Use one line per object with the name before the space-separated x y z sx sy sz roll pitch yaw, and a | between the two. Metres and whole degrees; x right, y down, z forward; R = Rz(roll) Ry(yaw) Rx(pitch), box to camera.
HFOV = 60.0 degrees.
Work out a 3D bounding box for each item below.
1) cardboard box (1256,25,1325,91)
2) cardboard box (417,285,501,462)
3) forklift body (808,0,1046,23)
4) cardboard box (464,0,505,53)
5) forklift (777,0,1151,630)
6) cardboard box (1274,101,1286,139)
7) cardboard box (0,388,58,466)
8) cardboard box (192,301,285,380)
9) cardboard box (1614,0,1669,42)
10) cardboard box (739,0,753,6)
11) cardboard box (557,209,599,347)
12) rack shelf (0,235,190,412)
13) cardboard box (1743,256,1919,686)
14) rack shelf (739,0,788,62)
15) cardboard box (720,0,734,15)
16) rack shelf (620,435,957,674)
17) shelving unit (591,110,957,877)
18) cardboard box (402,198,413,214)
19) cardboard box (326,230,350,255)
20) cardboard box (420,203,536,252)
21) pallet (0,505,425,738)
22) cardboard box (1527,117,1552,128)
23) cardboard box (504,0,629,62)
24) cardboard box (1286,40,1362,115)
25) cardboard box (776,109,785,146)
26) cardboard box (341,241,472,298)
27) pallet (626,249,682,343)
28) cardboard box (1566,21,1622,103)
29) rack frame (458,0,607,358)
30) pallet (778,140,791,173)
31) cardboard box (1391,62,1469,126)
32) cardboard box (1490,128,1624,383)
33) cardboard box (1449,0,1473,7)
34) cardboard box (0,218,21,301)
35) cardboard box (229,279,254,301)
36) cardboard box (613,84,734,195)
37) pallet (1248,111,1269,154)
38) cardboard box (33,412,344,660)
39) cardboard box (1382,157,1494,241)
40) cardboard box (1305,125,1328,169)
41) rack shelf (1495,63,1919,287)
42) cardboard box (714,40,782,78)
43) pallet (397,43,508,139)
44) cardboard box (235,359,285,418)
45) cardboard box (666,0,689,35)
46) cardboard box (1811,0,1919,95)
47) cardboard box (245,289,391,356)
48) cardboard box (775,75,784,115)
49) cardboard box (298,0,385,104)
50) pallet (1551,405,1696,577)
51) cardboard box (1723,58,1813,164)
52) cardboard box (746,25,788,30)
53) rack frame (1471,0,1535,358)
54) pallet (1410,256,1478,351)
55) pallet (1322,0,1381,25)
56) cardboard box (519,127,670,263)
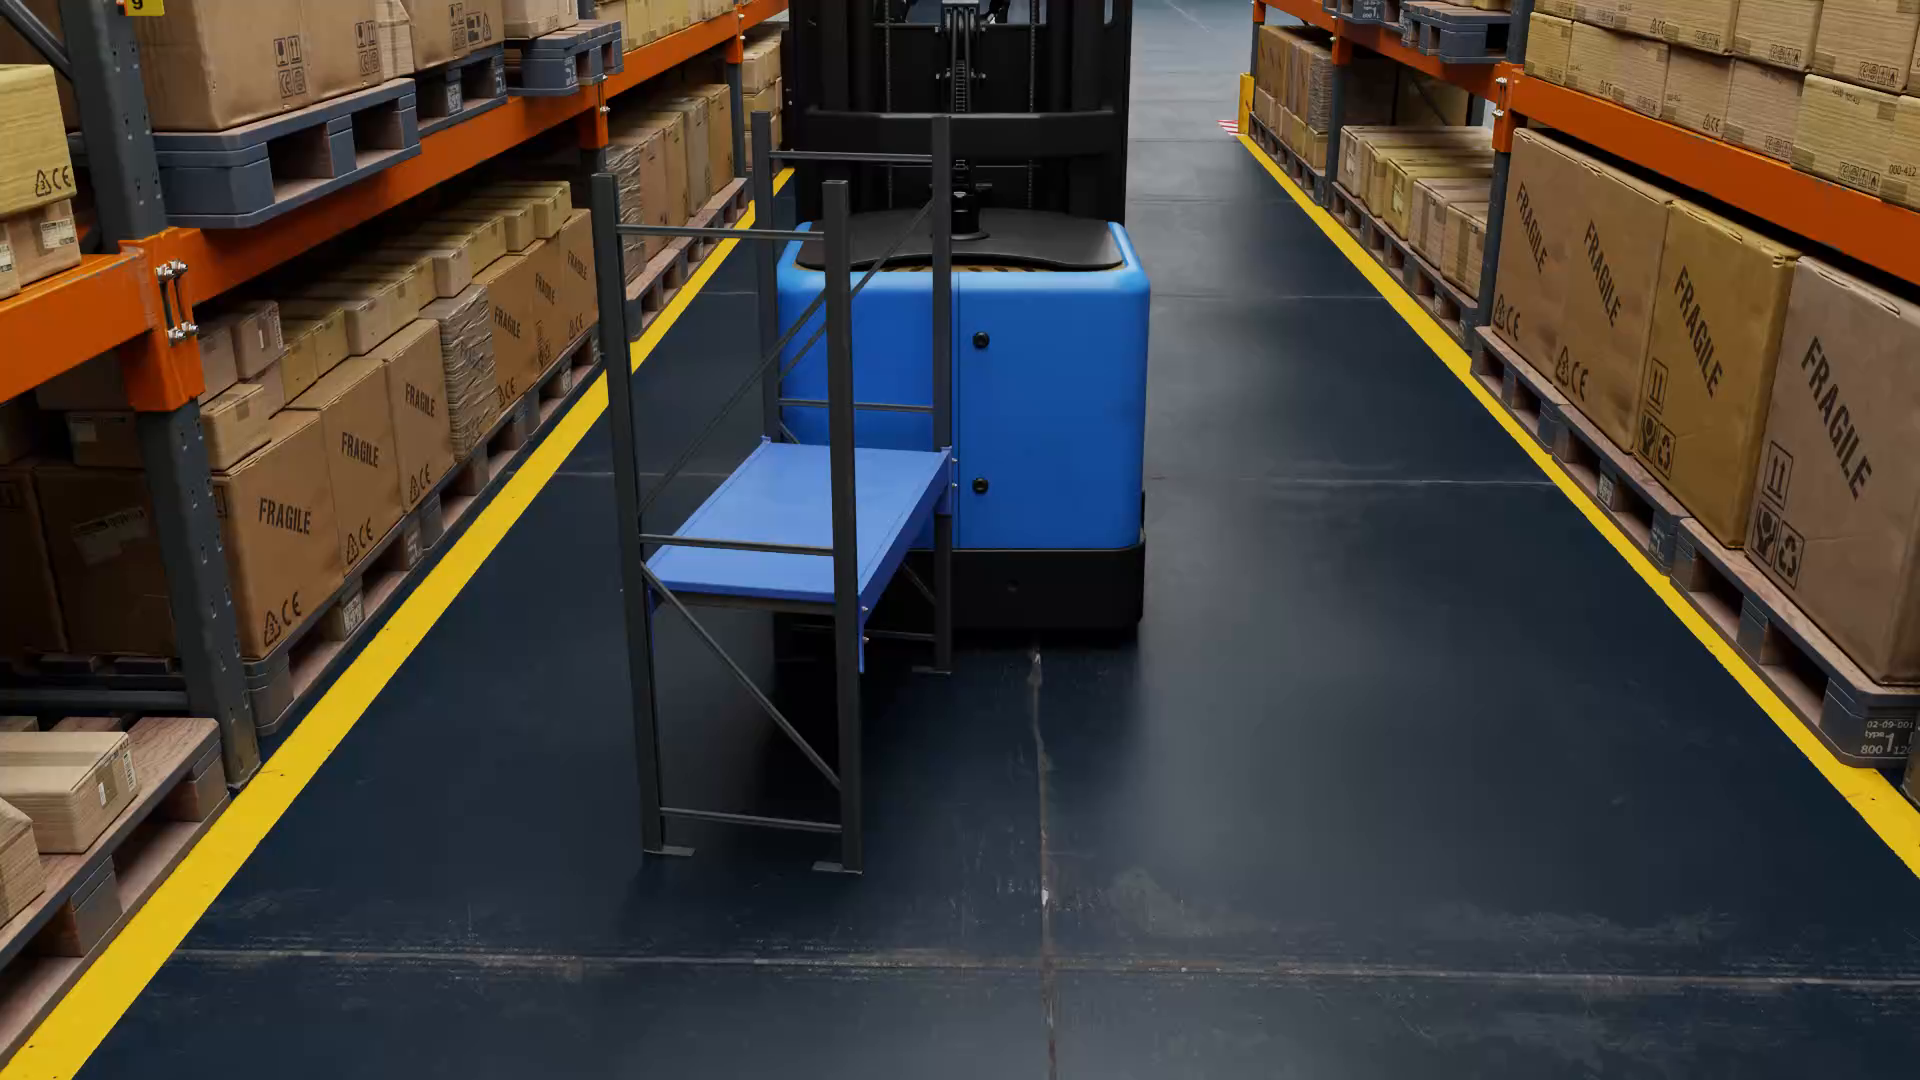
cardboard box | 2.809 -4.074 14.066 0.500 0.500 0.500 0 21 0
cardboard box | -1.929 -0.586 5.767 0.500 0.500 0.500 0 21 0
forklift body | -0.086 -4.060 13.019 2.313 2.155 1.214 1 21 2
cardboard box | -1.960 -1.920 5.608 0.797 0.503 0.637 0 21 0
forklift | 0.002 -1.594 5.586 1.130 2.935 3.031 0 21 0
cardboard box | 2.782 -3.351 13.240 0.500 0.250 0.500 2 21 5
cardboard box | -2.494 -0.291 4.112 0.380 0.149 0.250 0 21 -1
cardboard box | -1.980 -0.515 4.277 0.380 0.149 0.250 0 21 -1
cardboard box | 2.560 -1.831 5.618 0.500 0.250 0.500 1 21 1
cardboard box | -1.699 -3.919 11.344 0.500 0.500 0.500 0 21 0
cardboard box | -1.893 -1.144 7.205 0.500 0.500 0.500 1 21 3
rack shelf | -2.278 0.236 1.768 1.077 0.370 4.000 1 21 2
cardboard box | 2.684 -0.199 4.253 0.875 0.875 0.875 1 21 3
rack shelf | -1.913 -4.103 12.950 1.077 0.370 4.000 1 21 2
cardboard box | -1.727 -3.460 10.506 0.500 0.250 0.500 1 21 3
rack shelf | -0.364 0.001 3.949 0.538 0.185 1.000 4 22 10
shelving unit | -0.364 -0.166 3.884 0.538 1.500 1.048 4 22 10
cardboard box | -2.457 -1.321 6.764 0.380 0.149 0.250 1 21 3
cardboard box | -2.445 -1.038 6.034 0.380 0.149 0.250 0 21 0
cardboard box | -1.886 -1.226 6.521 0.380 0.149 0.250 0 21 0
pallet | -2.230 0.183 4.765 1.003 0.211 1.213 1 21 2
cardboard box | 4.381 -2.870 12.231 0.500 0.500 0.500 18 27 38
cardboard box | -1.837 -2.356 7.663 0.500 0.250 0.500 1 21 2
cardboard box | 2.766 -3.510 12.613 0.500 0.500 0.500 2 21 4
cardboard box | -1.628 -3.170 12.772 0.500 0.250 0.500 1 21 3
cardboard box | -1.925 -0.941 5.786 0.380 0.149 0.250 0 21 -1
pallet | -2.031 -1.266 8.499 1.003 0.211 1.213 1 21 2
cardboard box | 2.602 -1.785 6.191 0.500 0.250 0.500 0 21 0
rack frame | -2.095 -2.269 7.229 1.000 3.000 0.127 1 21 2
pallet | -1.873 -3.144 13.340 1.003 0.211 1.213 1 21 2
cardboard box | 3.276 -3.135 11.647 0.500 0.500 0.500 2 21 4
cardboard box | 2.762 -1.172 6.759 0.875 0.875 0.875 0 21 1
cardboard box | 2.540 -2.604 7.861 0.380 0.149 0.250 0 21 1
cardboard box | -1.960 -0.493 2.999 0.380 0.149 0.250 1 21 3
cardboard box | -2.497 -0.760 5.319 0.380 0.149 0.250 1 21 2
cardboard box | -1.978 -2.615 10.823 0.875 0.625 0.625 2 21 4
pallet | 3.047 -3.487 14.224 1.003 0.211 1.213 1 21 2
cardboard box | -1.977 -0.025 4.322 0.500 0.500 0.500 2 21 4
cardboard box | 2.937 -1.931 9.412 0.950 0.372 0.625 1 21 3
cardboard box | 2.737 -2.792 11.799 0.500 0.250 0.500 2 21 4
rack shelf | 2.806 -1.157 5.358 1.077 0.370 4.000 1 21 2
cardboard box | -1.616 -3.631 12.579 0.500 0.250 0.500 1 21 3
pallet | -2.150 -1.476 5.451 1.003 0.211 1.213 1 21 2
cardboard box | -2.009 -0.383 4.347 0.380 0.149 0.250 0 21 0
cardboard box | -1.791 -2.912 9.095 0.500 0.250 0.500 1 21 3
cardboard box | 2.523 -1.275 4.185 0.500 0.250 0.500 1 21 3
cardboard box | -1.973 -0.665 5.075 0.380 0.149 0.250 1 21 1
cardboard box | -1.610 -3.397 12.667 0.500 0.250 0.500 0 21 1
cardboard box | -1.963 -1.424 4.335 0.700 0.500 0.500 1 21 2
pallet | 2.727 -0.191 5.730 1.003 0.211 1.213 1 21 2
cardboard box | 2.557 -1.230 4.761 0.500 0.250 0.500 0 21 0
cardboard box | -1.564 -4.187 14.010 0.500 0.250 0.500 1 21 3
rack frame | 2.866 -2.215 7.092 1.000 3.000 0.127 1 21 2
pallet | 2.892 -1.198 8.324 1.003 0.211 1.213 1 21 2
pallet | 2.819 -3.297 10.146 1.003 0.211 1.213 1 21 2
cardboard box | -2.050 -1.819 8.773 0.875 0.625 0.625 1 21 3
